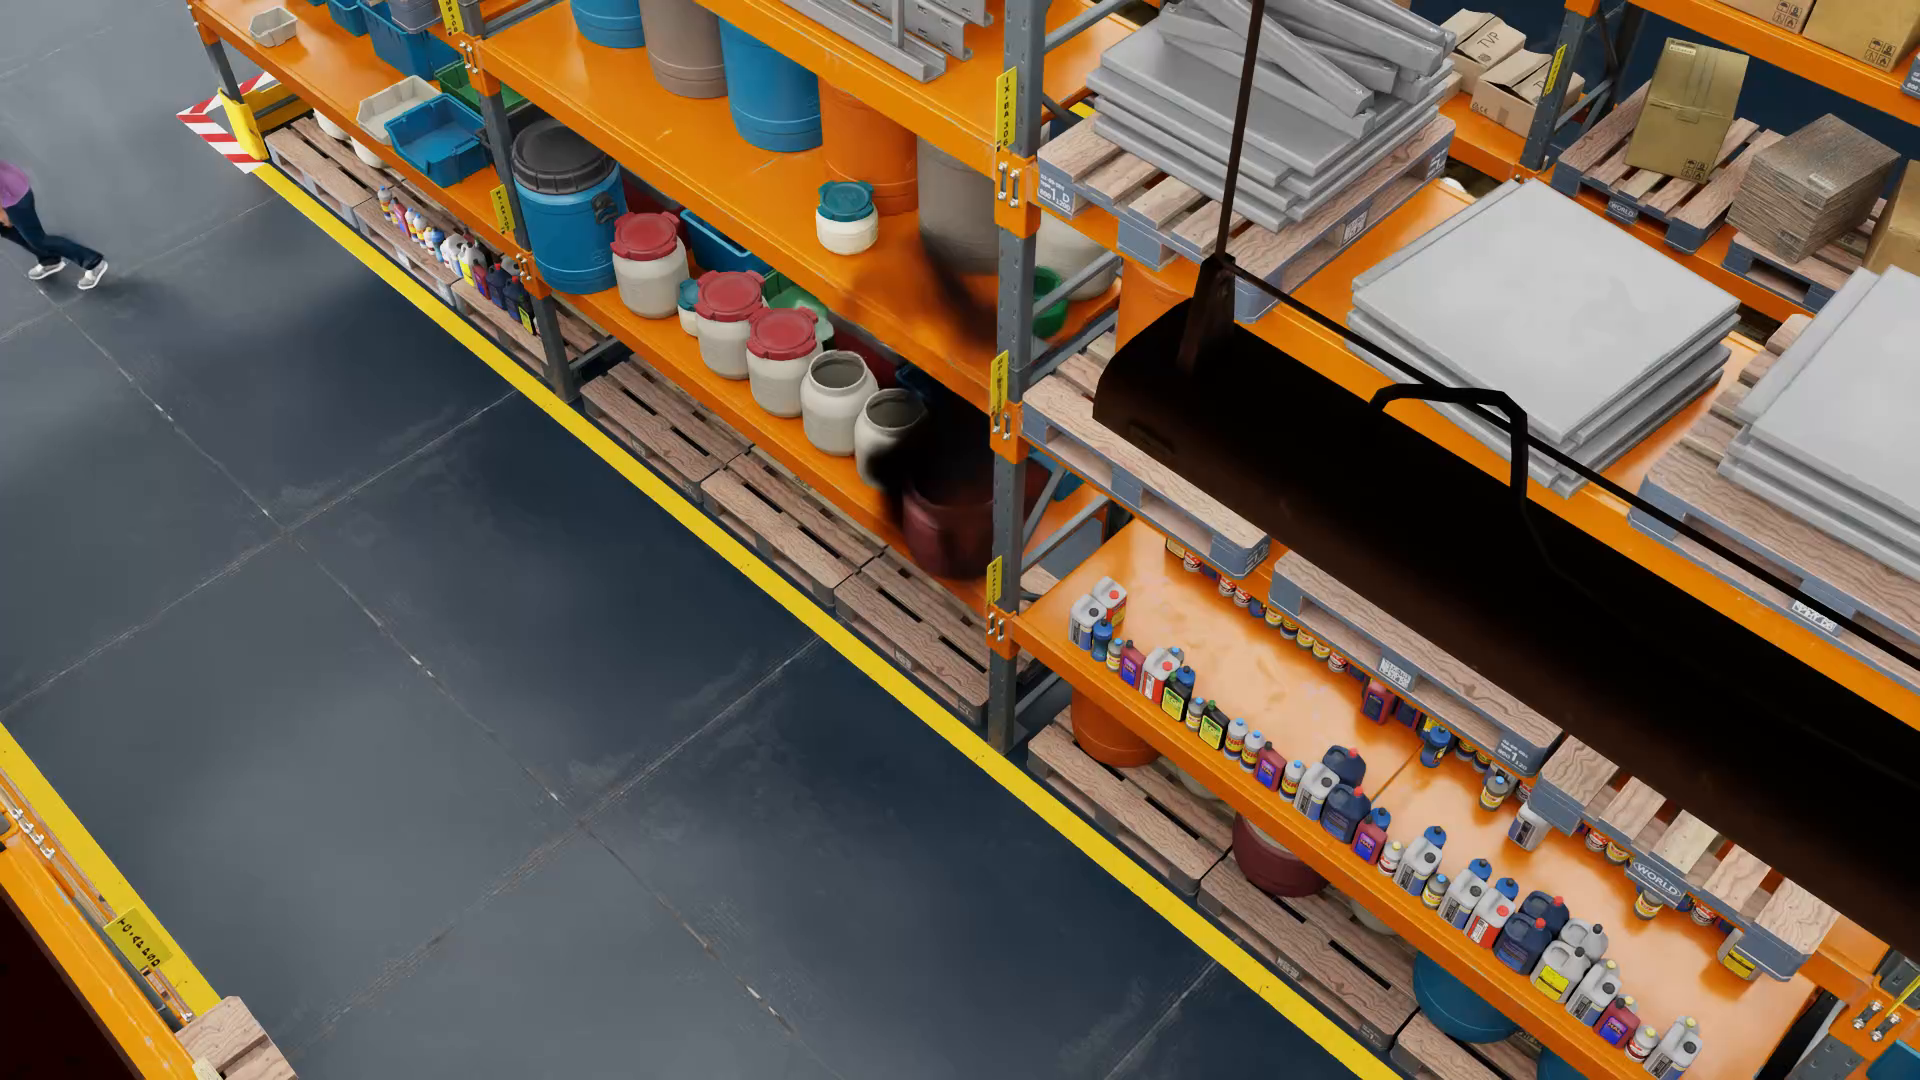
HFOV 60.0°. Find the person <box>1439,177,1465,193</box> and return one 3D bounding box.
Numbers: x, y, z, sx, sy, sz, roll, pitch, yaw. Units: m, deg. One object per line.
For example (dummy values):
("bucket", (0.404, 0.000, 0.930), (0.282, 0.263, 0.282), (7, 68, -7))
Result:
("person", (2.914, -1.449, 10.148), (0.745, 1.685, 0.702), (18, 52, 15))

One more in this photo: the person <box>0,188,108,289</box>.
("person", (-6.521, -2.377, 11.416), (0.736, 1.478, 0.578), (-23, 54, -18))
